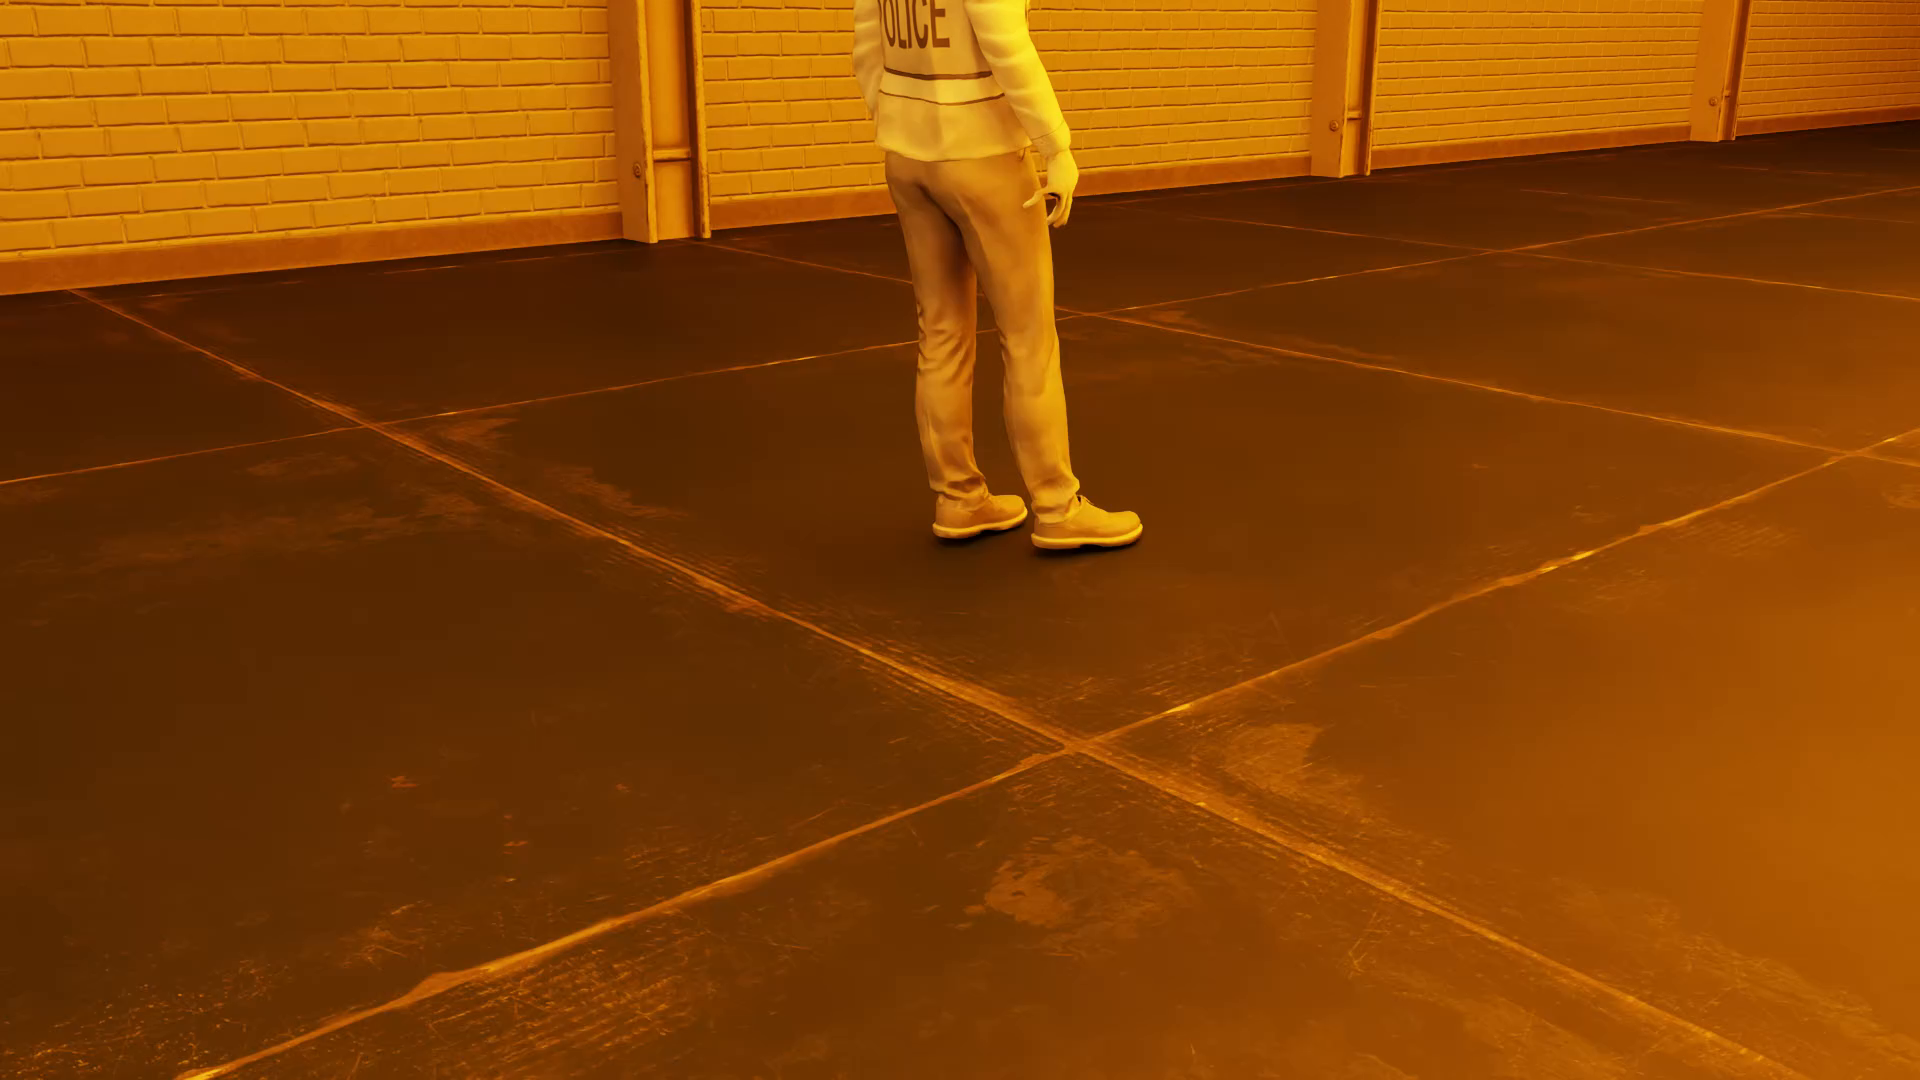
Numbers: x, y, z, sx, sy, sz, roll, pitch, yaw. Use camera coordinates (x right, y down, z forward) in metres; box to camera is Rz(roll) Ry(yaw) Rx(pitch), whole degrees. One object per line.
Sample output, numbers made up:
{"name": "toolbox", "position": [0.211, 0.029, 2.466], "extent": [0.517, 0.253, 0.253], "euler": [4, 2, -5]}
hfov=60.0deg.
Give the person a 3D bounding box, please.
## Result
{"name": "person", "position": [0.057, -0.827, 3.631], "extent": [0.530, 1.694, 0.586], "euler": [-14, 22, -38]}
